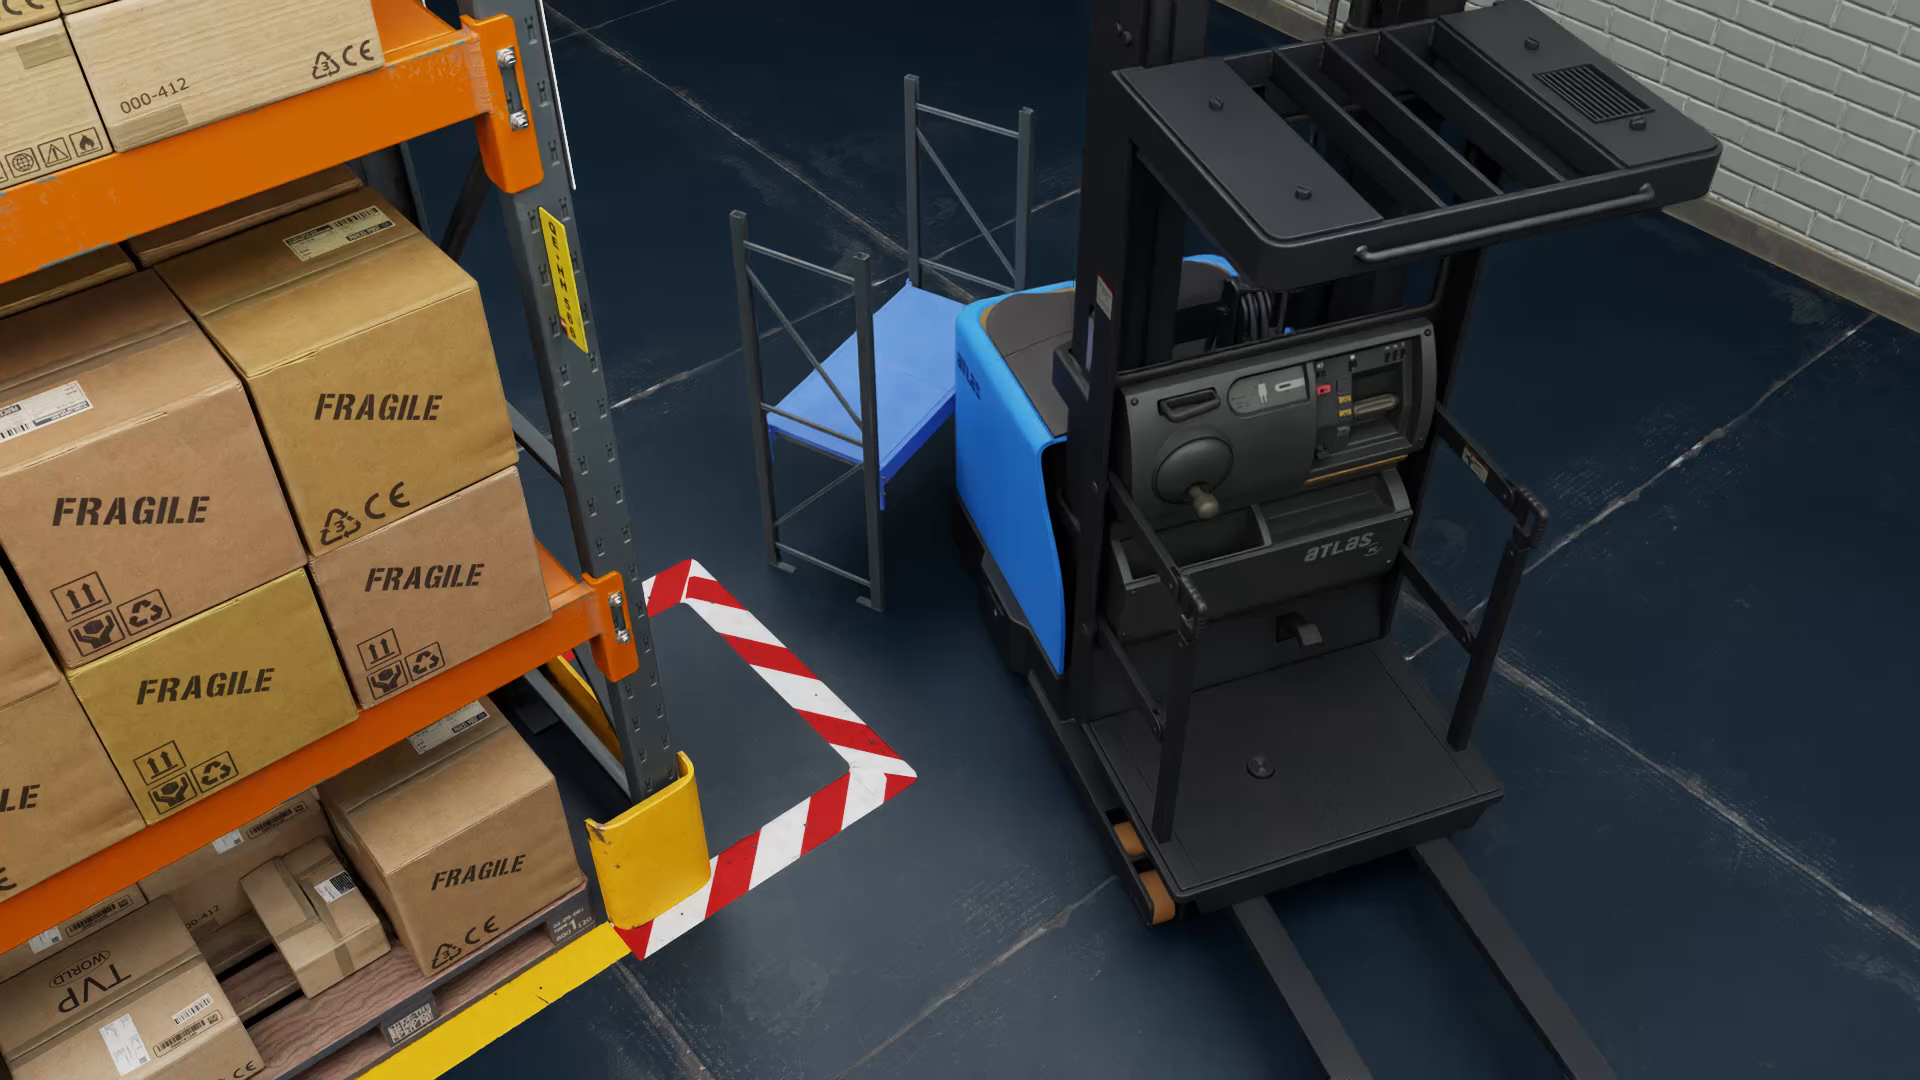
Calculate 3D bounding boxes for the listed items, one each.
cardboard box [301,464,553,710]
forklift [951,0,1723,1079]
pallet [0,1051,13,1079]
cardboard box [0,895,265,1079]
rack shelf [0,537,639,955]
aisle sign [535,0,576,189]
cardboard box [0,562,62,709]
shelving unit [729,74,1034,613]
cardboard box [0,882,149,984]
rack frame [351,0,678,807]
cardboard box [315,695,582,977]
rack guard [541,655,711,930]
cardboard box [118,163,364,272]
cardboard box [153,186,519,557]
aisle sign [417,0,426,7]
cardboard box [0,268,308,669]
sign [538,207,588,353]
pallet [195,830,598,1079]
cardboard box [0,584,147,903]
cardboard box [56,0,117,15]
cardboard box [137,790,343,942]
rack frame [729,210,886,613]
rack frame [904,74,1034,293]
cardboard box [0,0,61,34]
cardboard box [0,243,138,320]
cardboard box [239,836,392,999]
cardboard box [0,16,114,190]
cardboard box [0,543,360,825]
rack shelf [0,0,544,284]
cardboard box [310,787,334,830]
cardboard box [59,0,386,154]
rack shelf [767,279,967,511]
[{"bbox_3d":[-1.361,-0.015,4.001,0.500,0.500,0.500,-28,50,-27],"label":"cardboard box"},{"bbox_3d":[0.952,-0.237,4.361,1.130,2.935,3.031,-14,45,-15],"label":"forklift"},{"bbox_3d":[-2.796,1.616,4.376,1.213,0.211,1.003,-30,51,-28],"label":"pallet"},{"bbox_3d":[-2.199,1.294,4.368,0.500,0.250,0.500,-30,51,-28],"label":"cardboard box"},{"bbox_3d":[-2.726,0.823,3.708,4.000,0.370,1.077,-30,51,-28],"label":"rack shelf"},{"bbox_3d":[-0.943,-1.135,3.368,0.004,0.787,0.394,-30,51,-28],"label":"aisle sign"},{"bbox_3d":[-2.138,0.074,3.177,0.500,0.500,0.500,-28,50,-27],"label":"cardboard box"},{"bbox_3d":[-0.231,-0.680,5.878,0.538,1.500,1.048,22,48,22],"label":"shelving unit"},{"bbox_3d":[-2.558,1.053,4.625,0.500,0.250,0.500,-30,51,-28],"label":"cardboard box"},{"bbox_3d":[-1.192,-0.318,4.397,0.127,3.000,1.000,-30,51,-28],"label":"rack frame"},{"bbox_3d":[-1.451,0.801,4.710,0.500,0.500,0.500,-30,51,-28],"label":"cardboard box"},{"bbox_3d":[-1.250,0.627,5.217,0.348,0.500,1.175,-30,51,-28],"label":"rack guard"},{"bbox_3d":[-1.701,-0.662,3.961,0.500,0.500,0.500,-28,50,-27],"label":"cardboard box"},{"bbox_3d":[-1.357,-0.379,3.659,0.500,0.500,0.500,-30,51,-28],"label":"cardboard box"},{"bbox_3d":[-1.328,-1.450,3.703,0.004,0.787,0.394,-30,51,-28],"label":"aisle sign"},{"bbox_3d":[-1.744,-0.156,3.422,0.500,0.500,0.500,-28,50,-27],"label":"cardboard box"},{"bbox_3d":[-0.851,-0.555,3.573,0.005,0.325,0.100,-30,51,-28],"label":"sign"},{"bbox_3d":[-1.861,1.083,4.943,1.213,0.211,1.003,-30,51,-28],"label":"pallet"},{"bbox_3d":[-2.143,0.431,3.527,0.500,0.500,0.500,-29,51,-28],"label":"cardboard box"},{"bbox_3d":[-1.422,-1.179,2.868,0.500,0.250,0.500,-30,51,-28],"label":"cardboard box"},{"bbox_3d":[-2.174,0.834,4.858,0.500,0.250,0.500,-30,51,-28],"label":"cardboard box"},{"bbox_3d":[-0.490,-0.380,5.560,0.500,1.500,0.032,22,48,22],"label":"rack frame"},{"bbox_3d":[0.028,-0.979,6.197,0.500,1.500,0.032,22,48,22],"label":"rack frame"},{"bbox_3d":[-1.806,-0.959,2.634,0.500,0.250,0.500,-30,51,-28],"label":"cardboard box"},{"bbox_3d":[-2.097,-0.429,3.712,0.500,0.500,0.500,-29,51,-27],"label":"cardboard box"},{"bbox_3d":[-1.819,1.053,4.686,0.250,0.166,0.380,-30,51,-28],"label":"cardboard box"},{"bbox_3d":[-1.807,-0.779,2.806,0.500,0.250,0.500,-30,51,-28],"label":"cardboard box"},{"bbox_3d":[-1.756,0.215,3.757,0.500,0.500,0.500,-29,51,-28],"label":"cardboard box"},{"bbox_3d":[-2.726,-0.271,2.681,4.000,0.370,1.077,-30,51,-28],"label":"rack shelf"},{"bbox_3d":[-1.925,0.668,5.096,0.250,0.166,0.380,-30,51,-28],"label":"cardboard box"},{"bbox_3d":[-1.417,-0.992,3.034,0.500,0.250,0.500,-30,51,-28],"label":"cardboard box"},{"bbox_3d":[-0.231,-0.549,6.002,0.538,0.185,1.000,22,48,22],"label":"rack shelf"}]
